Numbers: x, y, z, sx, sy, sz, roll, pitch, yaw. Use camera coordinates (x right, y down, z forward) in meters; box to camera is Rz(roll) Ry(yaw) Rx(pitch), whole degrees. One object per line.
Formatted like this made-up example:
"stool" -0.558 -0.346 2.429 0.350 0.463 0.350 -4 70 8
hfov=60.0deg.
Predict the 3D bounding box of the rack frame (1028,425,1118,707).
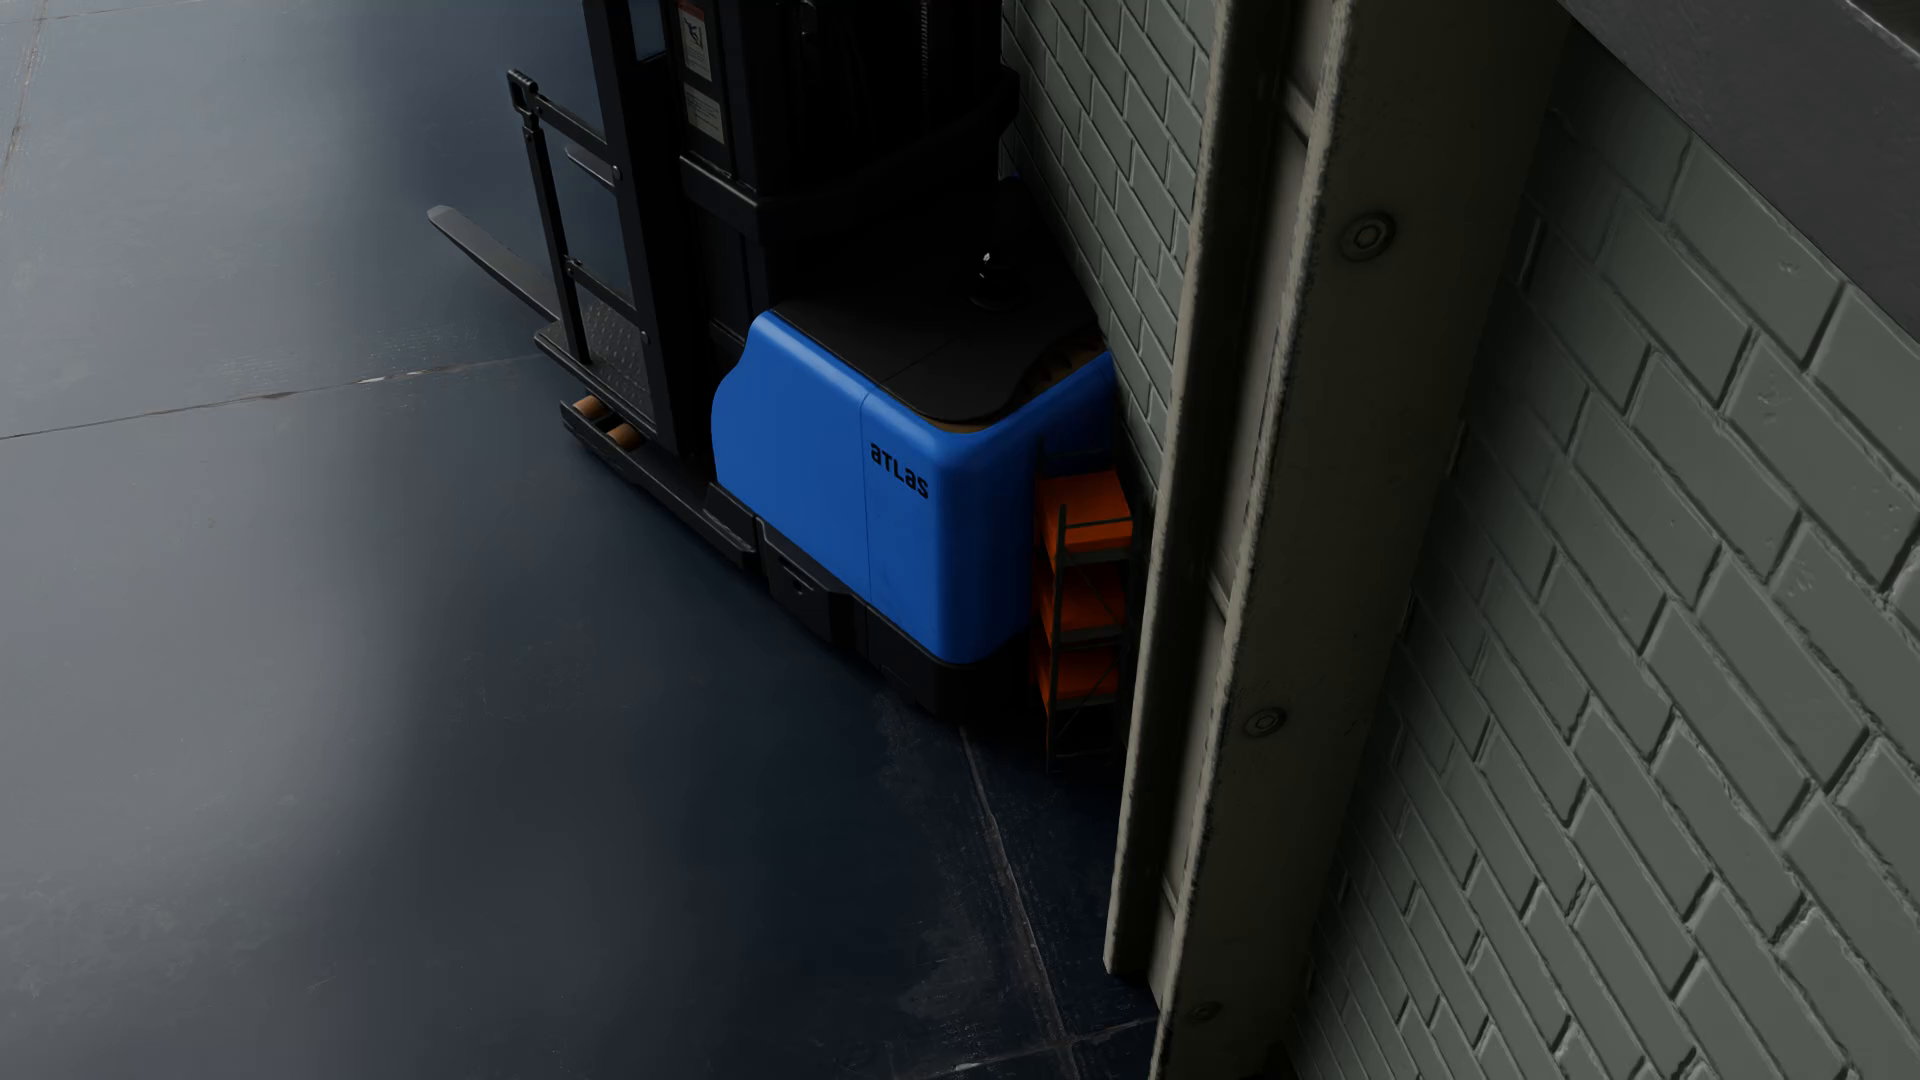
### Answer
"rack frame" 0.291 0.100 4.413 0.200 1.050 0.008 -8 46 -7

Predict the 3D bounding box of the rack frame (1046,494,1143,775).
"rack frame" 0.333 0.272 4.246 0.200 1.050 0.008 -8 46 -7

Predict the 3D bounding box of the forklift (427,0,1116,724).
"forklift" -0.674 -1.468 4.636 1.130 2.935 3.031 -35 55 -29

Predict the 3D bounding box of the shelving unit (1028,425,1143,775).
"shelving unit" 0.312 0.186 4.330 0.215 1.050 0.252 -8 46 -7

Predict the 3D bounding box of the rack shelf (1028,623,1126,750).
"rack shelf" 0.315 0.386 4.537 0.215 0.259 0.240 -8 46 -7

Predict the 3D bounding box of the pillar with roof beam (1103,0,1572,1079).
"pillar with roof beam" -3.601 -1.199 0.124 9.100 9.000 0.400 -11 47 -10

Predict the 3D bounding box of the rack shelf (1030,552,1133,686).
"rack shelf" 0.312 0.193 4.337 0.215 0.259 0.240 -8 46 -7

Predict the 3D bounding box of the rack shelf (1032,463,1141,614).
"rack shelf" 0.310 -0.003 4.133 0.215 0.259 0.240 -8 46 -7
